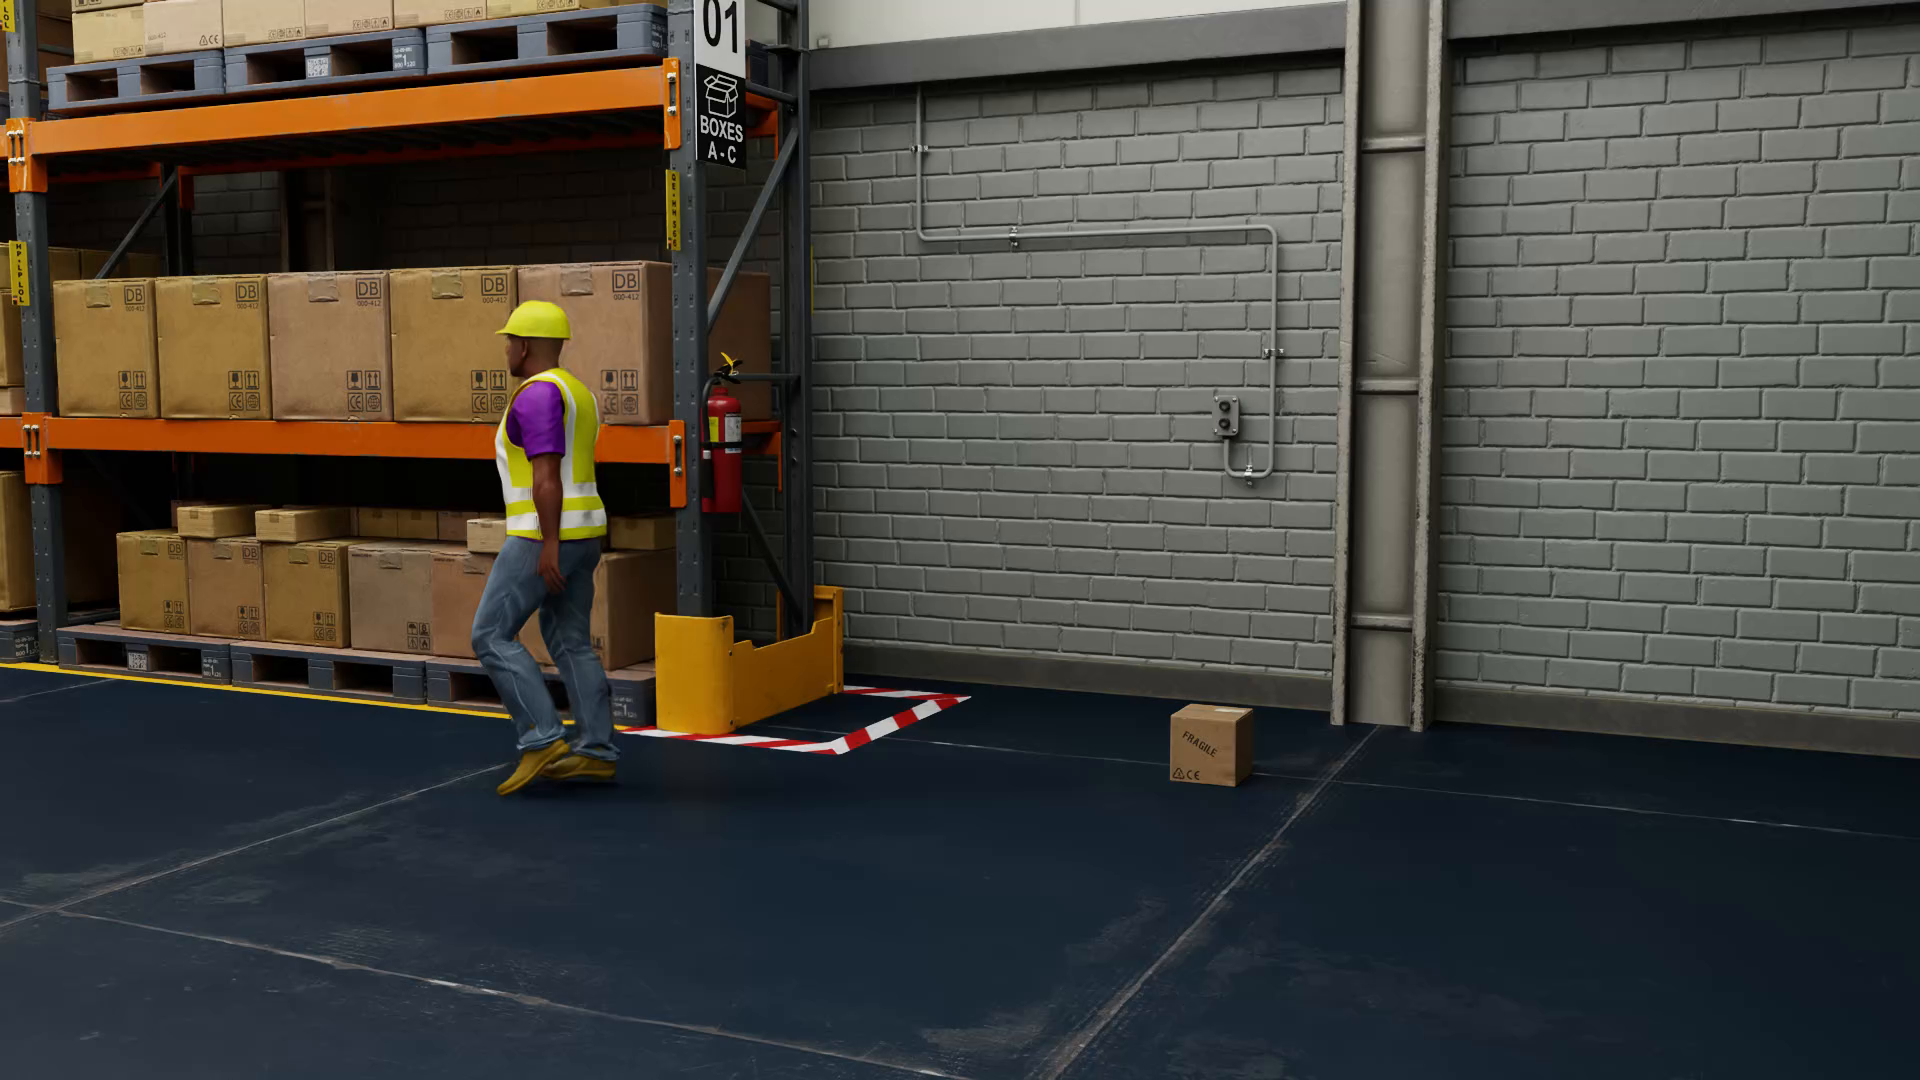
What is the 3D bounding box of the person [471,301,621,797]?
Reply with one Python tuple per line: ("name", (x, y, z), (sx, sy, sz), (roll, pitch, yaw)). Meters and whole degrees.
("person", (-1.495, 0.023, 6.125), (0.497, 1.794, 0.593), (1, 6, 9))
